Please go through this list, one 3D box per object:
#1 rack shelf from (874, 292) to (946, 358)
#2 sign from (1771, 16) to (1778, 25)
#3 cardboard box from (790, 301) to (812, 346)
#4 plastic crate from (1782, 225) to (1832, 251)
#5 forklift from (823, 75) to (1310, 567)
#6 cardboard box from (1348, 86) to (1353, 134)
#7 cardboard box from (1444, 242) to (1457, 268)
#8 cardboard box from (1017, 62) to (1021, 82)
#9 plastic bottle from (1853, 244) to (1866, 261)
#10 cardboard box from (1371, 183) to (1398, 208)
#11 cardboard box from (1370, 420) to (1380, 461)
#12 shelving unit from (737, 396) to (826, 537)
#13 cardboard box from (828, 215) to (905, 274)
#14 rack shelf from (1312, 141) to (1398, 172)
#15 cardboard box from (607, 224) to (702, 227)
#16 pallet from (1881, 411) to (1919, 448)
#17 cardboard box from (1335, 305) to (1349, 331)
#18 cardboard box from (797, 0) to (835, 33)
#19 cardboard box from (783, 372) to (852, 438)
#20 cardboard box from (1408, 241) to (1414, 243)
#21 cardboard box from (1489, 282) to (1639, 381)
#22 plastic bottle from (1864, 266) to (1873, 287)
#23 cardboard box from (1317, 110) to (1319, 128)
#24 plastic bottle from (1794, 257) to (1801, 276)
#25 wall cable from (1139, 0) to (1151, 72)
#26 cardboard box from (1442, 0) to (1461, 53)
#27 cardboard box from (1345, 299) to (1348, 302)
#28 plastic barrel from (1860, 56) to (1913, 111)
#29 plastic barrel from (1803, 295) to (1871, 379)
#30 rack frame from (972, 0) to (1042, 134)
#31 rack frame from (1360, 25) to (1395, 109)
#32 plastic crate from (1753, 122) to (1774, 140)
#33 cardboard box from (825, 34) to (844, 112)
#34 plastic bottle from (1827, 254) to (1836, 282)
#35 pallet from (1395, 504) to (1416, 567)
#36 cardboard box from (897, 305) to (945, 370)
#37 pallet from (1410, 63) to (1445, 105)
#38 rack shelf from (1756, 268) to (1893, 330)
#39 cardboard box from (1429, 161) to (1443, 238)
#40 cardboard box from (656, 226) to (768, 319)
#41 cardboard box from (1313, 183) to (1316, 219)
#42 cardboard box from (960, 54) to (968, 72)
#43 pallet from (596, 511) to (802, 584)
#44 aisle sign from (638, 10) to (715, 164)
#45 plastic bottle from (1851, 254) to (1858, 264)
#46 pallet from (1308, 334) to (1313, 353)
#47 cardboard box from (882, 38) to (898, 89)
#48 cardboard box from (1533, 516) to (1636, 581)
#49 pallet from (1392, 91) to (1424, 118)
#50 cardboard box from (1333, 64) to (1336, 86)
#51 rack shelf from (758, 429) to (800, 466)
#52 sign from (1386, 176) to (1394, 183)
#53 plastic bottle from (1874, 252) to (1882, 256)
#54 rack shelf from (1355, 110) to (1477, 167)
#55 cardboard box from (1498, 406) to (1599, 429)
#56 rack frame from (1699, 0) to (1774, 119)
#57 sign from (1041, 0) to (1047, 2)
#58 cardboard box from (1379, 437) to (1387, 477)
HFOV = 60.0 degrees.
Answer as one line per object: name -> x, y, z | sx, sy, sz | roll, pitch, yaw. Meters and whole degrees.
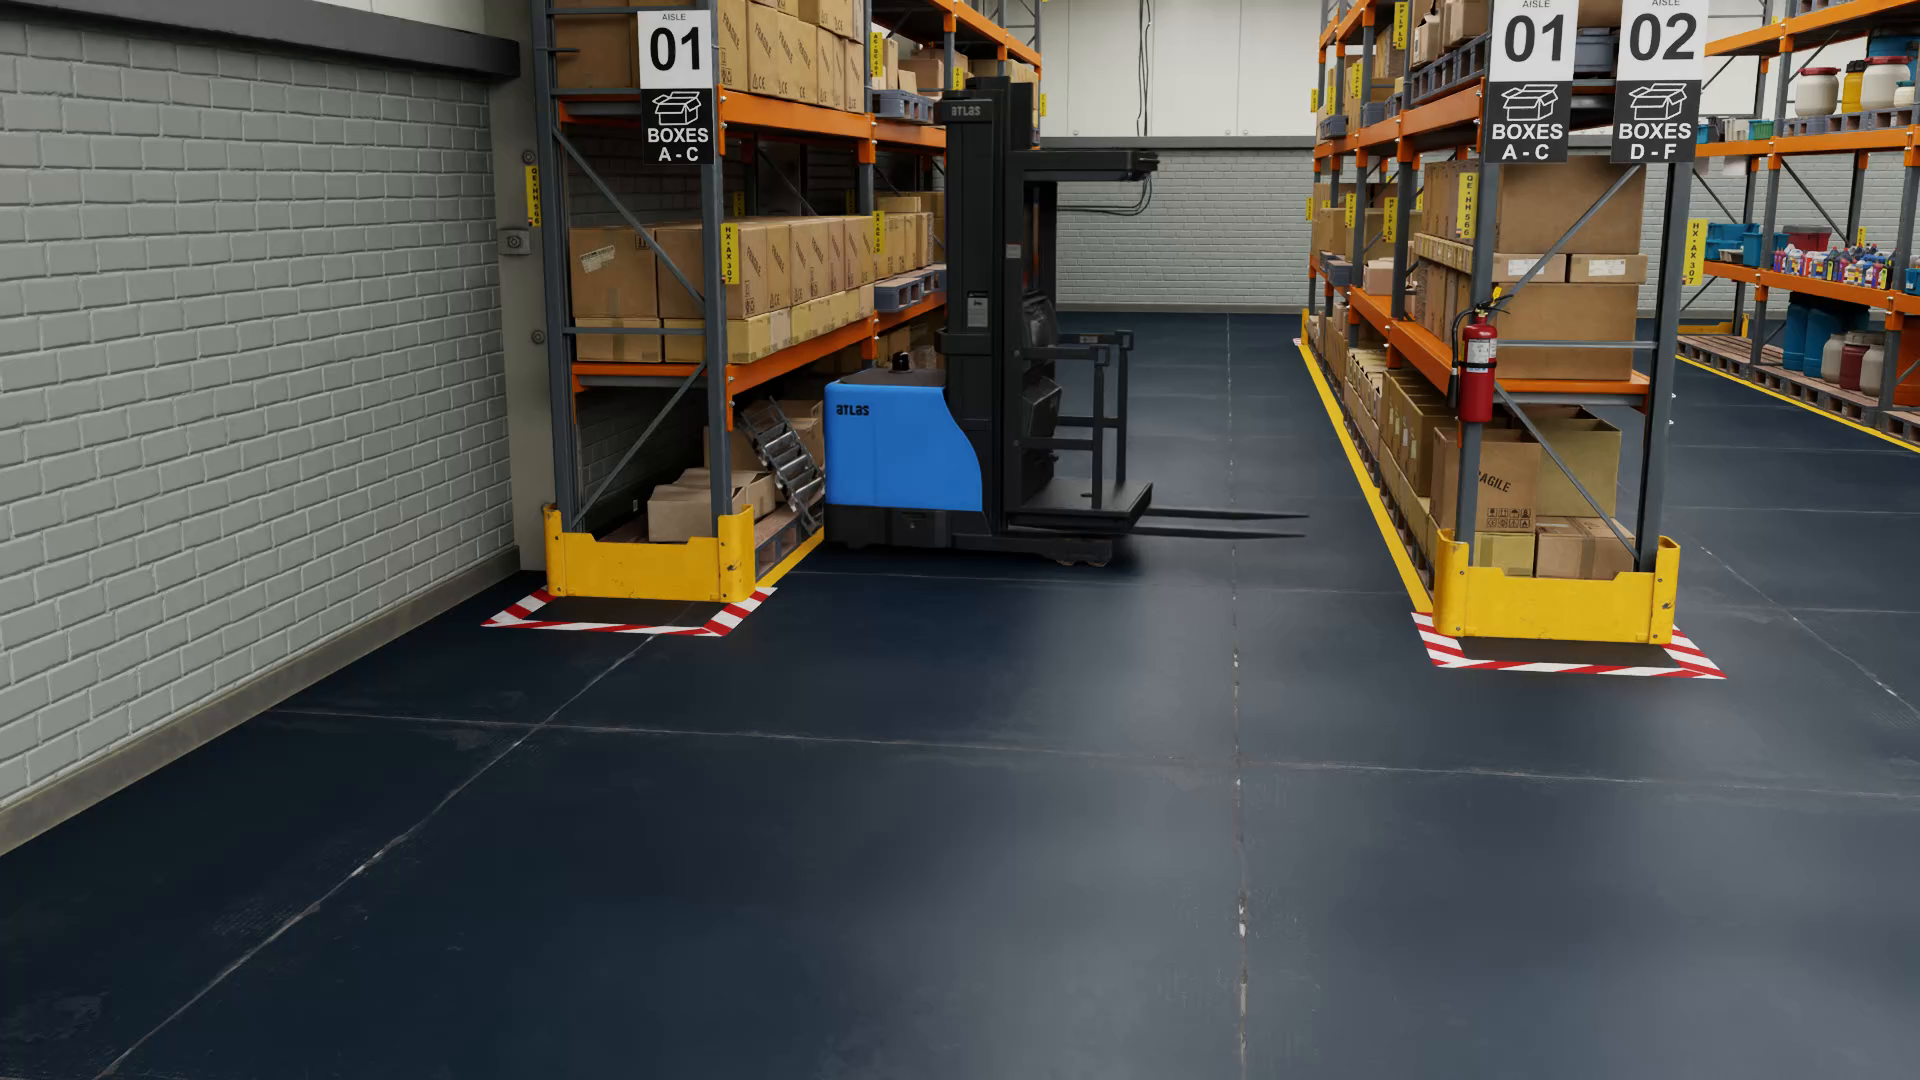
rack shelf -> -0.867, -2.047, 15.078 | 1.077, 0.370, 4.000 | 2, 12, 9
sign -> 11.006, -6.920, 22.507 | 0.100, 0.325, 0.005 | 2, 12, 9
cardboard box -> -1.251, -1.392, 10.639 | 0.500, 0.250, 0.500 | 2, 12, 8
plastic crate -> 10.230, -3.565, 20.120 | 0.402, 0.464, 0.583 | 2, 12, 9
forklift -> 0.699, -1.387, 10.474 | 3.031, 2.935, 1.130 | 3, 13, 14
cardboard box -> 4.528, -4.477, 17.288 | 0.910, 0.500, 0.500 | 2, 12, 9
cardboard box -> 3.213, -1.764, 10.283 | 0.380, 0.149, 0.250 | 2, 12, 8
cardboard box -> 0.516, -5.908, 21.508 | 0.500, 0.500, 0.500 | 2, 12, 7
plastic bottle -> 9.856, -3.067, 18.220 | 0.144, 0.351, 0.185 | 2, 12, 9
cardboard box -> 5.302, -4.114, 20.354 | 0.500, 0.500, 0.500 | 2, 12, 10
cardboard box -> 3.498, -0.779, 13.019 | 0.500, 0.250, 0.500 | 2, 12, 8
shelving unit -> -1.100, -0.480, 10.816 | 0.258, 0.900, 0.210 | -31, -7, -19
cardboard box -> -0.899, -2.605, 14.679 | 0.700, 0.500, 0.500 | 4, 13, 16
rack shelf -> 5.259, -5.019, 21.748 | 1.077, 0.370, 4.000 | 2, 12, 9
cardboard box -> -1.840, -1.662, 10.113 | 0.500, 0.500, 0.500 | 2, 12, 9
pallet -> 9.073, -0.971, 14.996 | 1.003, 0.211, 1.213 | 2, 12, 9
cardboard box -> 4.406, -2.442, 18.314 | 0.500, 0.250, 0.500 | 2, 12, 8
cardboard box -> -1.127, -3.659, 11.075 | 0.500, 0.500, 0.500 | 1, 12, 7
cardboard box -> -1.078, -1.129, 14.001 | 0.700, 0.500, 0.500 | 2, 12, 11
cardboard box -> 4.094, -2.354, 14.559 | 0.500, 0.500, 0.500 | 1, 12, 6
cardboard box -> 3.190, -1.135, 8.904 | 0.700, 0.500, 0.500 | 2, 12, 9
plastic bottle -> 8.957, -2.586, 16.346 | 0.097, 0.201, 0.097 | 0, 12, 0
cardboard box -> 5.230, -5.859, 23.110 | 0.500, 0.250, 0.500 | 2, 12, 9
plastic bottle -> 9.281, -3.026, 18.384 | 0.097, 0.201, 0.097 | 0, 12, 0
wall cable -> 4.567, -9.442, 28.827 | 3.097, 2.526, 0.112 | 2, 12, 9
cardboard box -> 3.108, -3.050, 9.789 | 0.500, 0.311, 0.500 | 3, 13, 15
cardboard box -> 5.726, -3.192, 23.575 | 0.500, 0.500, 0.500 | 2, 12, 9
plastic barrel -> 9.354, -4.606, 16.805 | 0.433, 0.535, 0.433 | 0, 12, 0
plastic barrel -> 9.636, -2.246, 18.278 | 0.600, 0.901, 0.708 | 2, 12, 9
rack frame -> 0.671, -7.413, 24.030 | 1.000, 3.000, 0.127 | 2, 12, 9
rack frame -> 4.336, -5.588, 15.561 | 1.000, 3.000, 0.127 | 2, 12, 9
plastic crate -> 9.612, -4.787, 19.469 | 0.450, 0.188, 0.662 | 2, 12, 9
cardboard box -> -1.098, -3.289, 11.730 | 0.500, 0.500, 0.500 | 1, 12, 4
plastic bottle -> 9.095, -2.839, 17.323 | 0.061, 0.283, 0.133 | 2, 12, 9
pallet -> 3.372, -0.040, 10.679 | 1.003, 0.211, 1.213 | 2, 12, 9
cardboard box -> -0.316, -2.118, 17.807 | 0.750, 0.750, 0.750 | 2, 12, 8
pallet -> 3.615, -3.067, 11.195 | 1.003, 0.211, 1.213 | 2, 12, 9
rack shelf -> 9.538, -2.558, 17.452 | 1.077, 0.370, 4.000 | 2, 12, 9
cardboard box -> 3.583, -2.308, 11.264 | 0.700, 0.500, 0.500 | 2, 12, 9
cardboard box -> -1.419, -1.542, 9.557 | 0.500, 0.500, 0.500 | 2, 12, 9
cardboard box -> 5.238, -4.774, 23.416 | 0.500, 0.500, 0.500 | 2, 12, 10
cardboard box -> -0.209, -5.565, 19.516 | 0.500, 0.250, 0.500 | 3, 12, 13
pallet -> -1.618, 0.030, 10.353 | 1.003, 0.211, 1.213 | 2, 12, 9
aisle sign -> -1.504, -2.396, 8.818 | 0.394, 0.787, 0.004 | 2, 12, 9
plastic bottle -> 9.217, -2.806, 17.173 | 0.061, 0.283, 0.133 | 2, 12, 9
pallet -> 5.433, -2.775, 23.371 | 1.003, 0.211, 1.213 | 2, 12, 9
cardboard box -> -0.821, -4.070, 14.407 | 0.500, 0.500, 0.500 | 1, 12, 7
cardboard box -> 3.408, 0.045, 9.196 | 0.500, 0.250, 0.500 | 2, 12, 9
pallet -> 3.844, -3.379, 12.887 | 0.805, 0.209, 1.217 | 1, 12, 6
cardboard box -> 5.203, -5.907, 21.552 | 0.700, 0.500, 0.500 | 2, 12, 9
rack shelf -> -1.181, -0.602, 10.833 | 0.258, 0.077, 0.200 | -31, -7, -19
sign -> 6.112, -5.019, 23.662 | 0.100, 0.325, 0.005 | 2, 12, 9
plastic bottle -> 9.970, -2.992, 18.052 | 0.152, 0.276, 0.135 | 2, 12, 9
rack shelf -> 4.029, -3.353, 14.021 | 1.077, 0.370, 4.000 | 2, 12, 9
cardboard box -> 3.547, -0.530, 10.085 | 0.500, 0.500, 0.500 | 2, 12, 9
rack frame -> 10.460, -7.092, 22.540 | 1.000, 3.000, 0.127 | 2, 12, 9
sign -> 1.205, -7.888, 23.827 | 0.100, 0.325, 0.005 | 2, 12, 9
cardboard box -> 3.350, -0.597, 12.172 | 0.500, 0.250, 0.500 | 2, 12, 9
